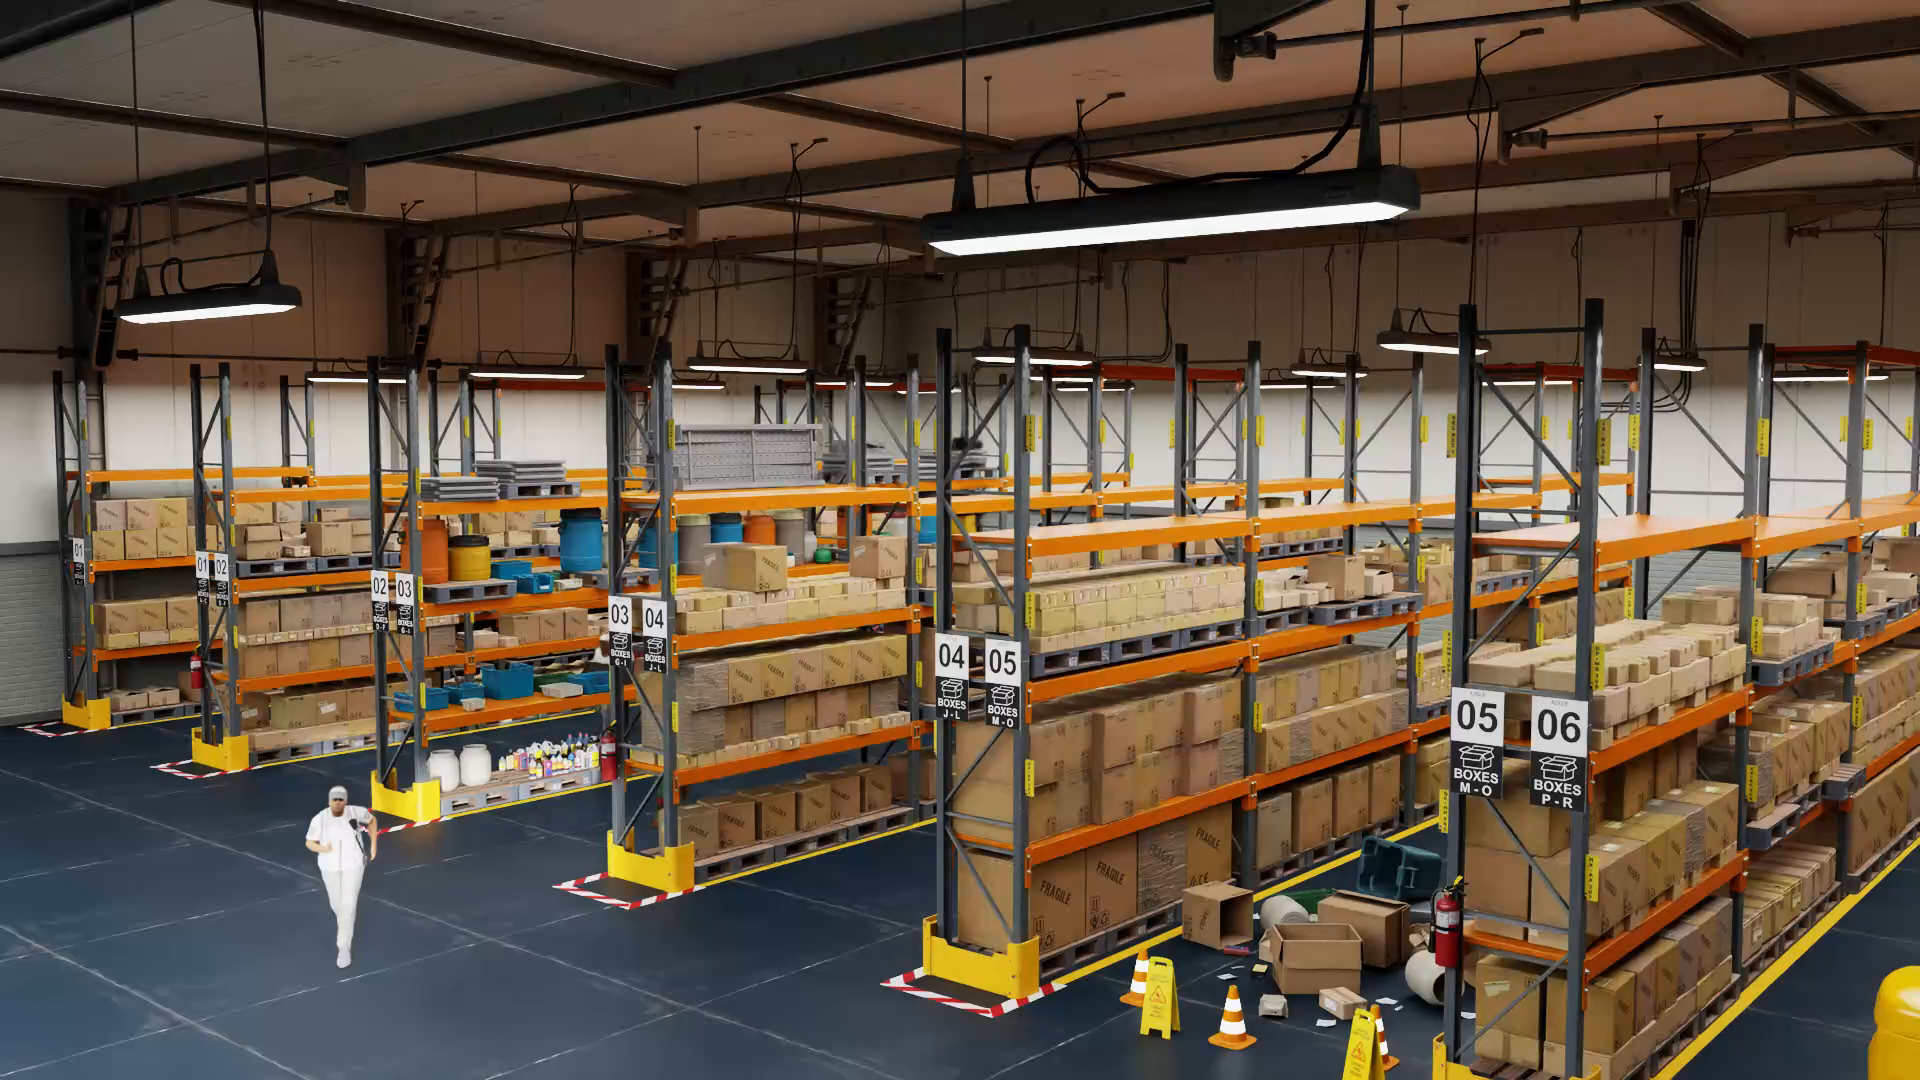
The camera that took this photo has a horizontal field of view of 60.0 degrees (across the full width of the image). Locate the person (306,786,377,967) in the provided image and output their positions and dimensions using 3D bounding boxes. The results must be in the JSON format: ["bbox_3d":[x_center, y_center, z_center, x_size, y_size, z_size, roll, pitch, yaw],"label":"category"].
[{"bbox_3d":[-5.969,3.190,16.073,0.627,1.712,0.864,-1,4,-15],"label":"person"}]

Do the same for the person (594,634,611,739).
[{"bbox_3d":[-5.723,2.367,27.193,0.740,1.718,0.700,2,5,29],"label":"person"}]

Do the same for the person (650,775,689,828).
[{"bbox_3d":[-3.715,2.767,21.416,0.662,1.759,0.895,2,4,22],"label":"person"}]
